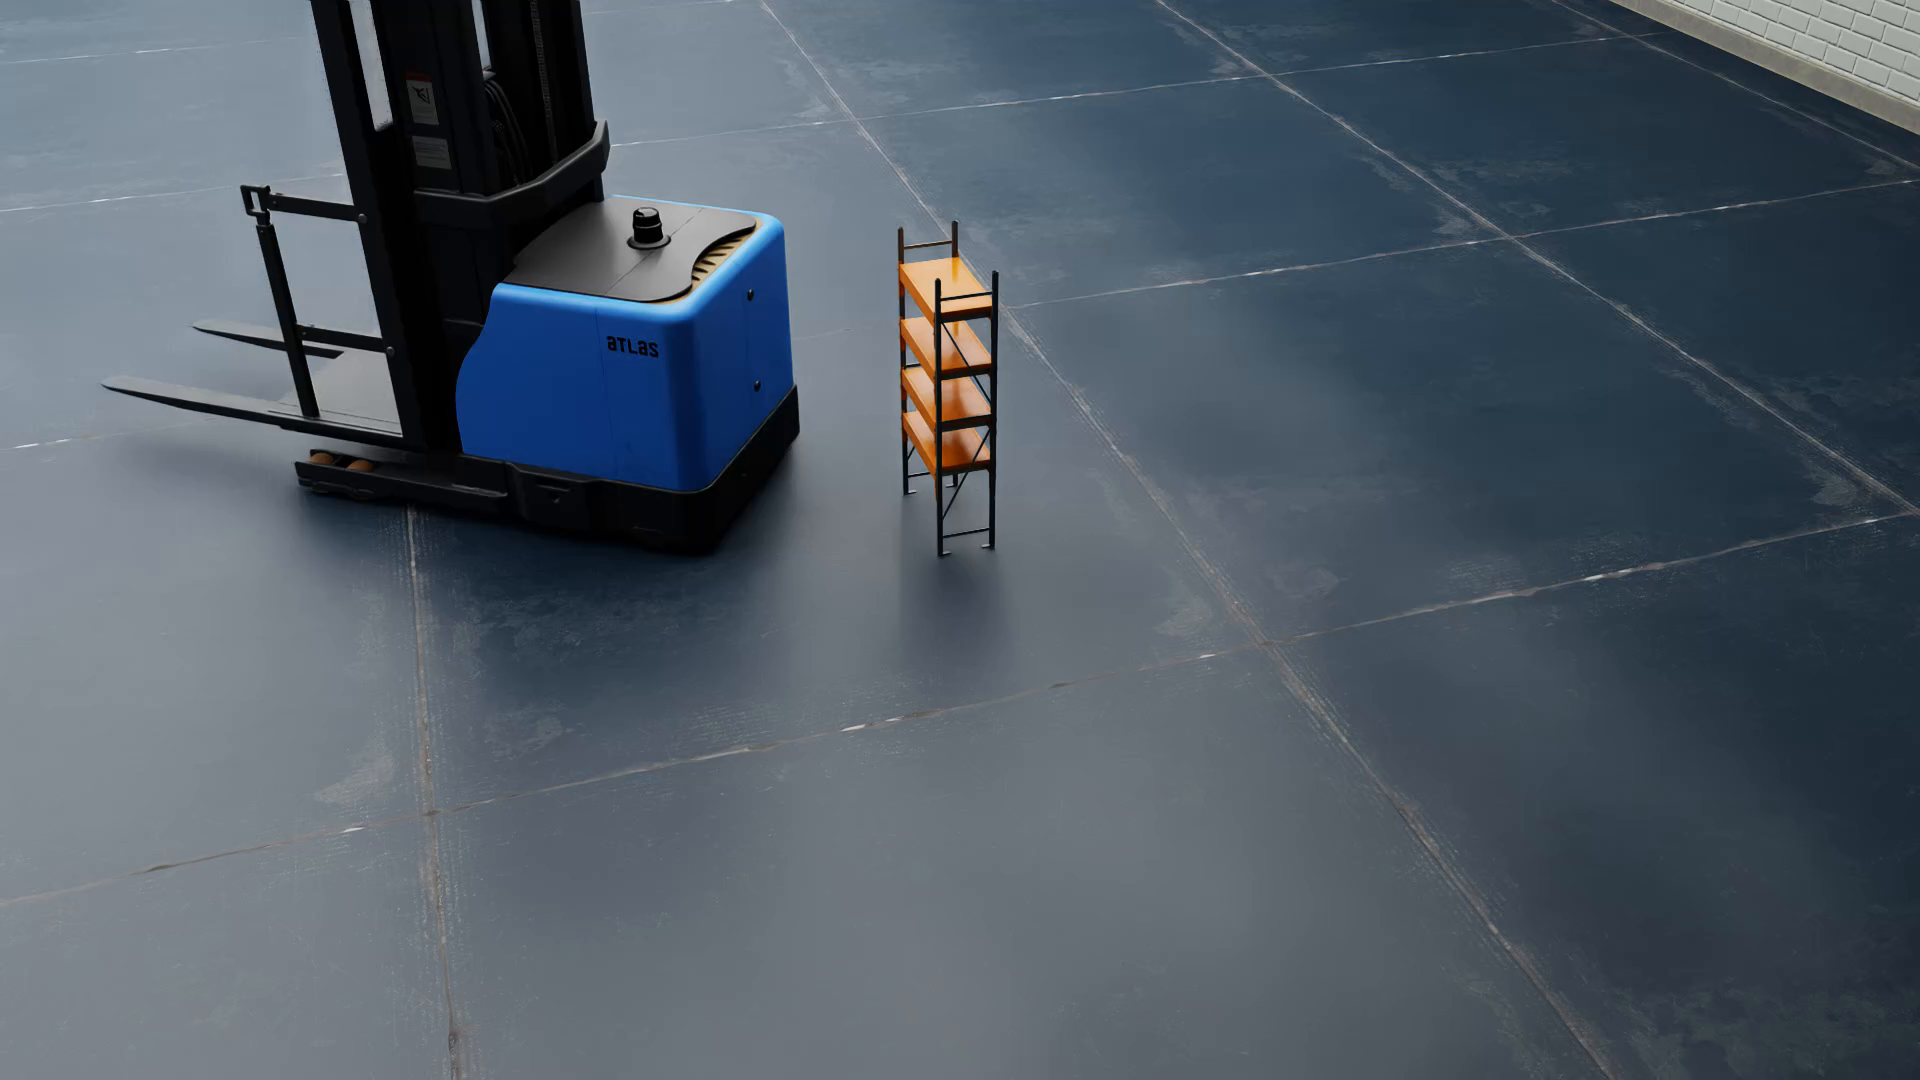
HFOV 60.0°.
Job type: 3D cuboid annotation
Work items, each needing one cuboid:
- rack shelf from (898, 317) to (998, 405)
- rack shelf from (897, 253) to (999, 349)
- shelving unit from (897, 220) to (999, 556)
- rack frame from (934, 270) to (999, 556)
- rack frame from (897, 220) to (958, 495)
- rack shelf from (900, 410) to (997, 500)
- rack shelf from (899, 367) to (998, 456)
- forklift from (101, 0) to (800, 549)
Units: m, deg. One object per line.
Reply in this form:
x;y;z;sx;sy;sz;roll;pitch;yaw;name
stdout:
-0.050;-0.718;6.465;0.258;0.148;0.480;-10;35;-15;rack shelf
-0.050;-0.915;6.334;0.258;0.148;0.480;-10;35;-15;rack shelf
-0.050;-0.587;6.551;0.258;1.200;0.503;-10;35;-15;shelving unit
0.024;-0.459;6.357;0.240;1.200;0.015;-10;35;-15;rack frame
-0.125;-0.716;6.745;0.240;1.200;0.015;-10;35;-15;rack frame
-0.050;-0.366;6.697;0.258;0.148;0.480;-10;35;-15;rack shelf
-0.050;-0.531;6.588;0.258;0.148;0.480;-10;35;-15;rack shelf
-2.283;-1.656;6.597;3.031;2.935;1.130;10;35;15;forklift
